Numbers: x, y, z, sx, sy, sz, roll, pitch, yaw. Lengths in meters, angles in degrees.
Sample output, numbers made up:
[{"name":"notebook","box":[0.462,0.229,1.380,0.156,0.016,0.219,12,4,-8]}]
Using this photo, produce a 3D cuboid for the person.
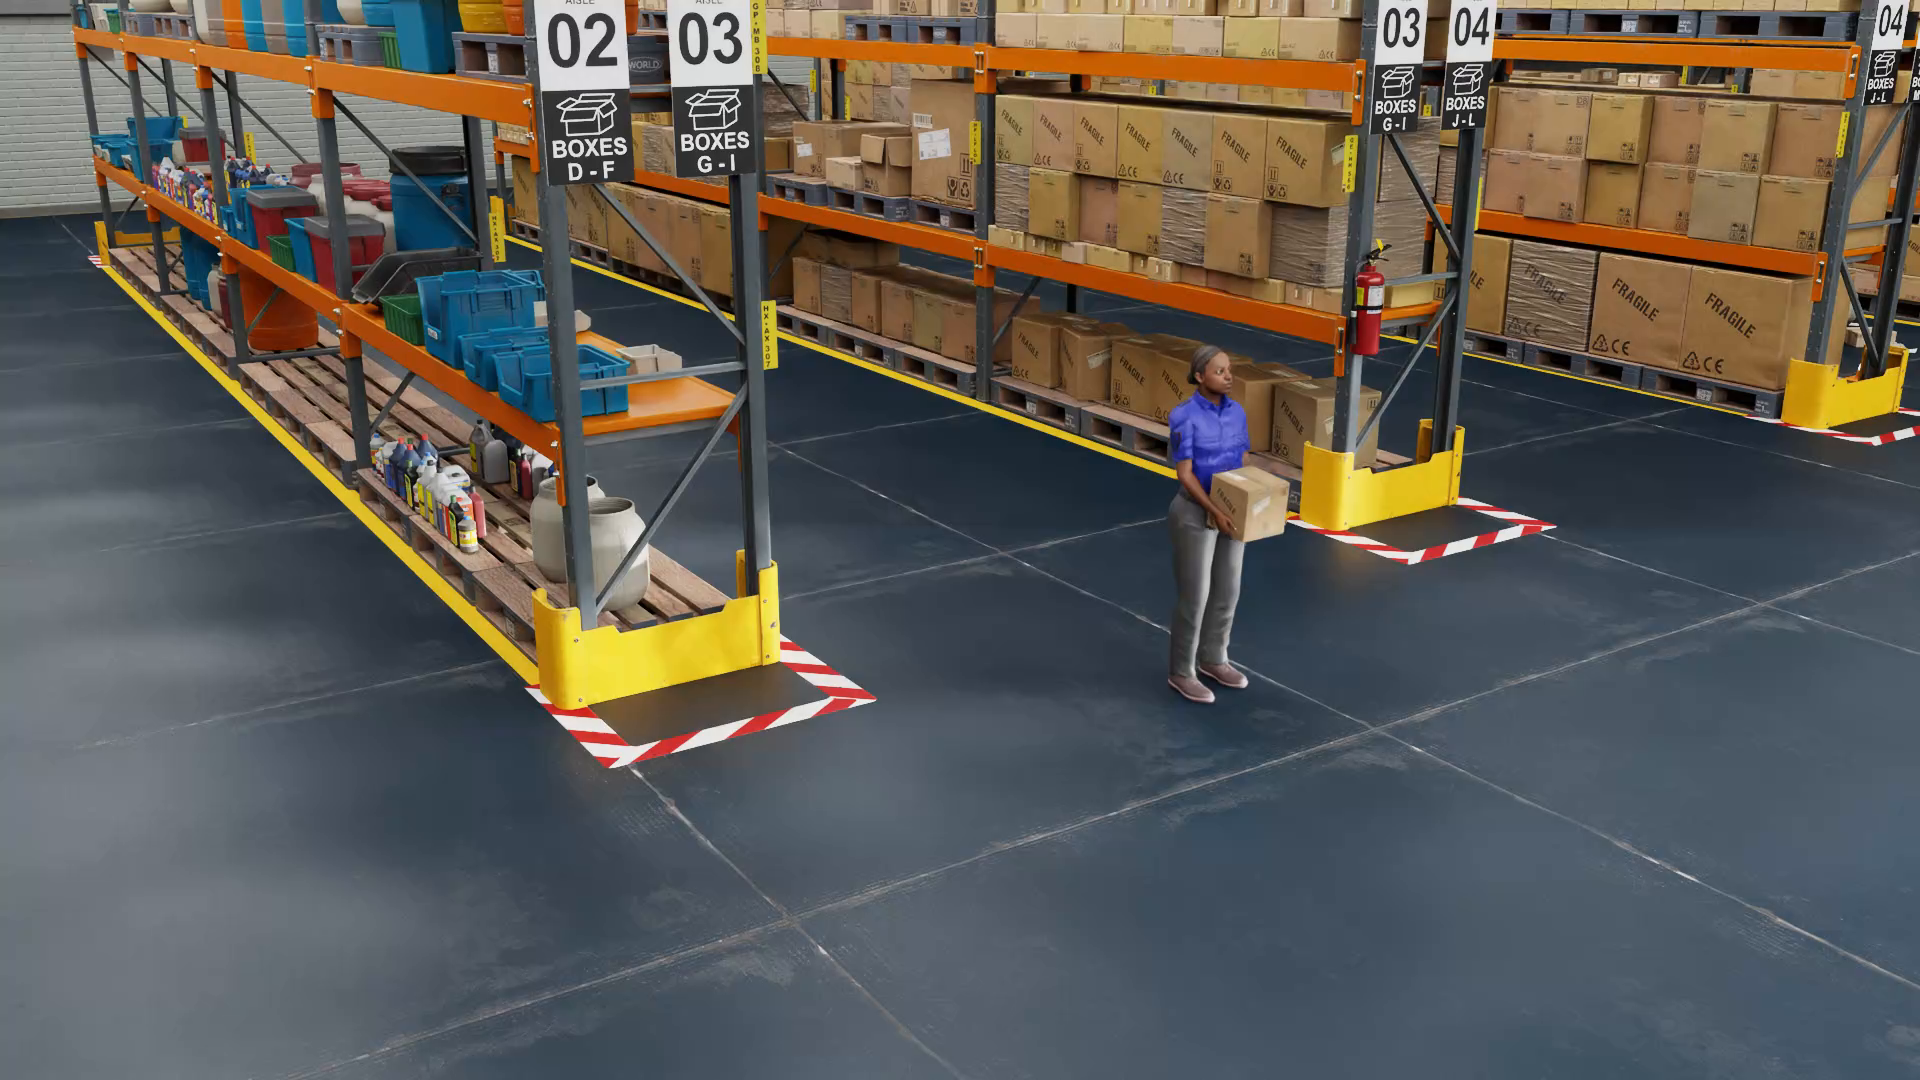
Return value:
[{"name":"person","box":[1.218,-0.071,7.782,0.455,1.653,0.510,-12,21,-31]}]
